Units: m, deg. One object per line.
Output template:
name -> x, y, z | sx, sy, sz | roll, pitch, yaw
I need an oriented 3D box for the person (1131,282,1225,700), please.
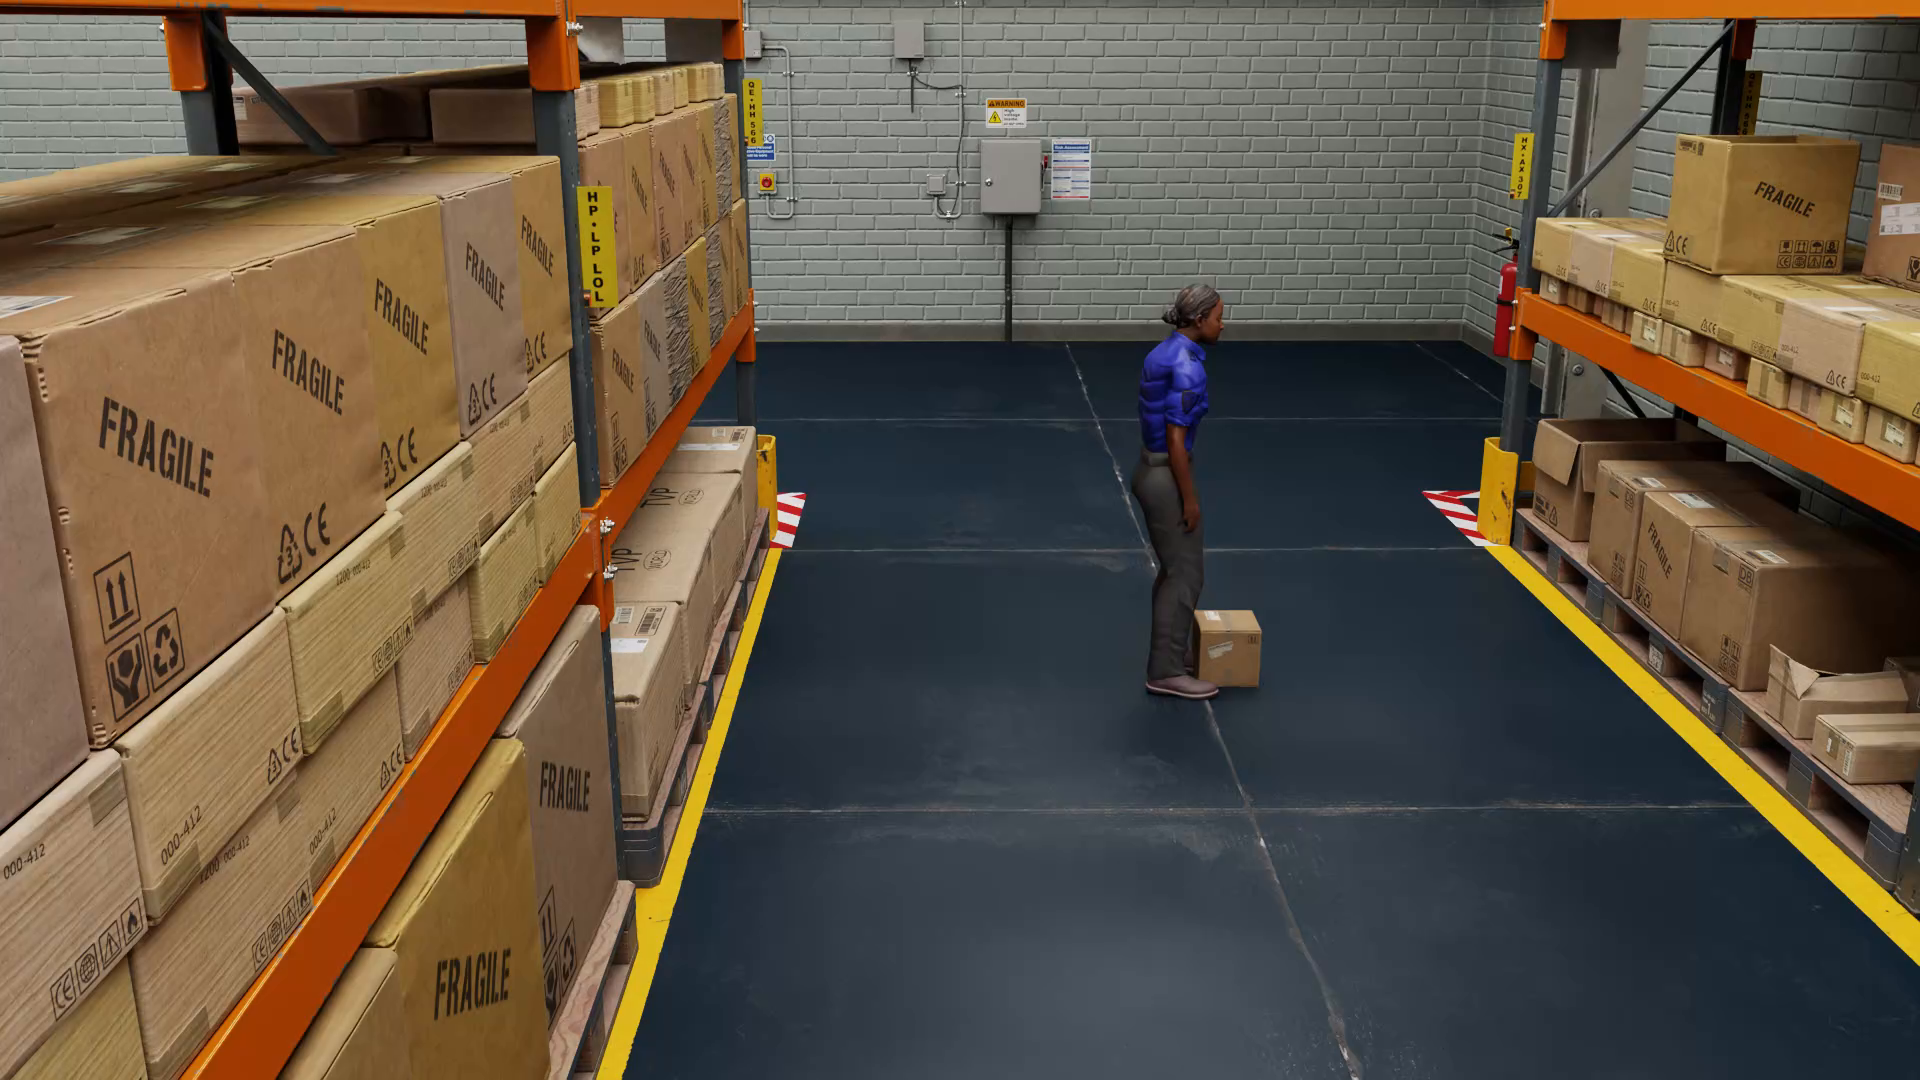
person -> 0.903, -0.211, 6.738 | 0.402, 1.653, 0.517 | -1, 17, -3
